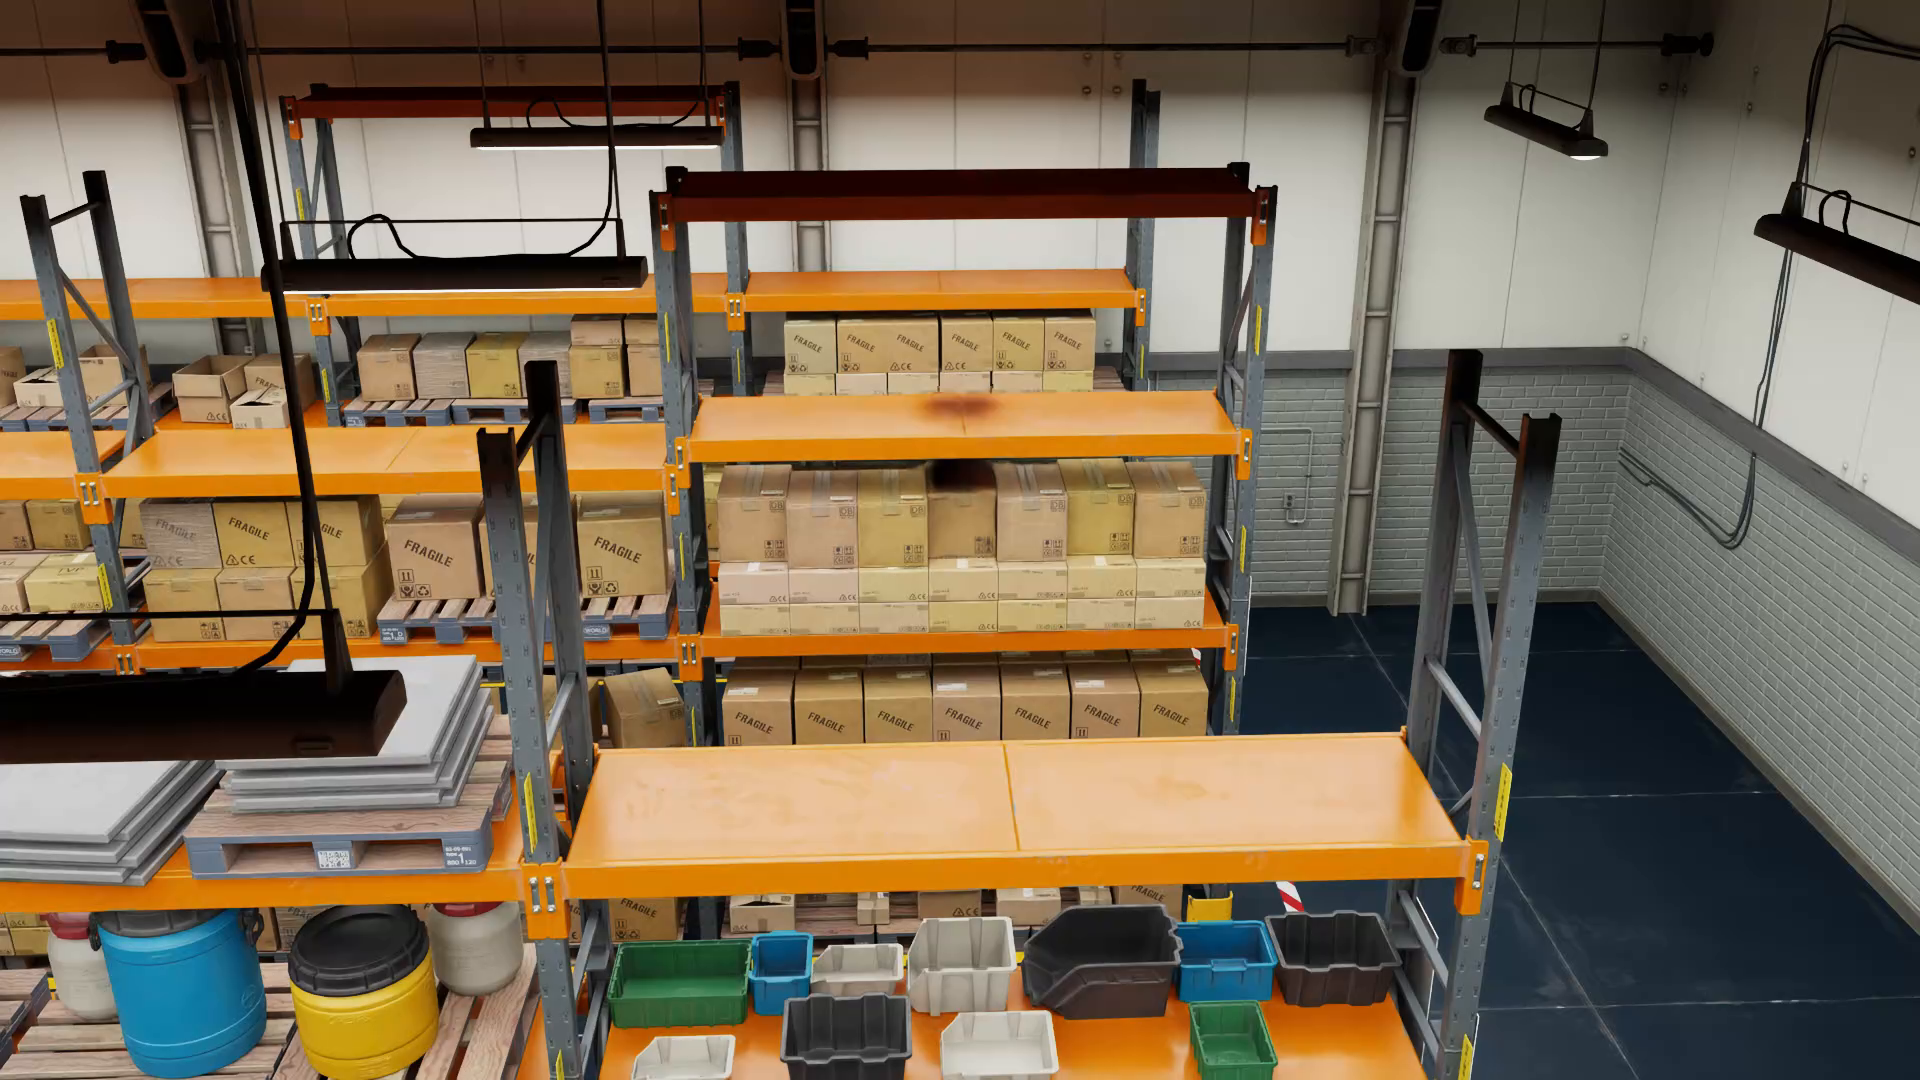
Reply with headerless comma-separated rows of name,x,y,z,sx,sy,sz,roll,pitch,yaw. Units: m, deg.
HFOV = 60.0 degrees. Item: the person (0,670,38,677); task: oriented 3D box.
person,-8.015,1.783,14.368,0.575,1.798,0.425,-1,22,-1
